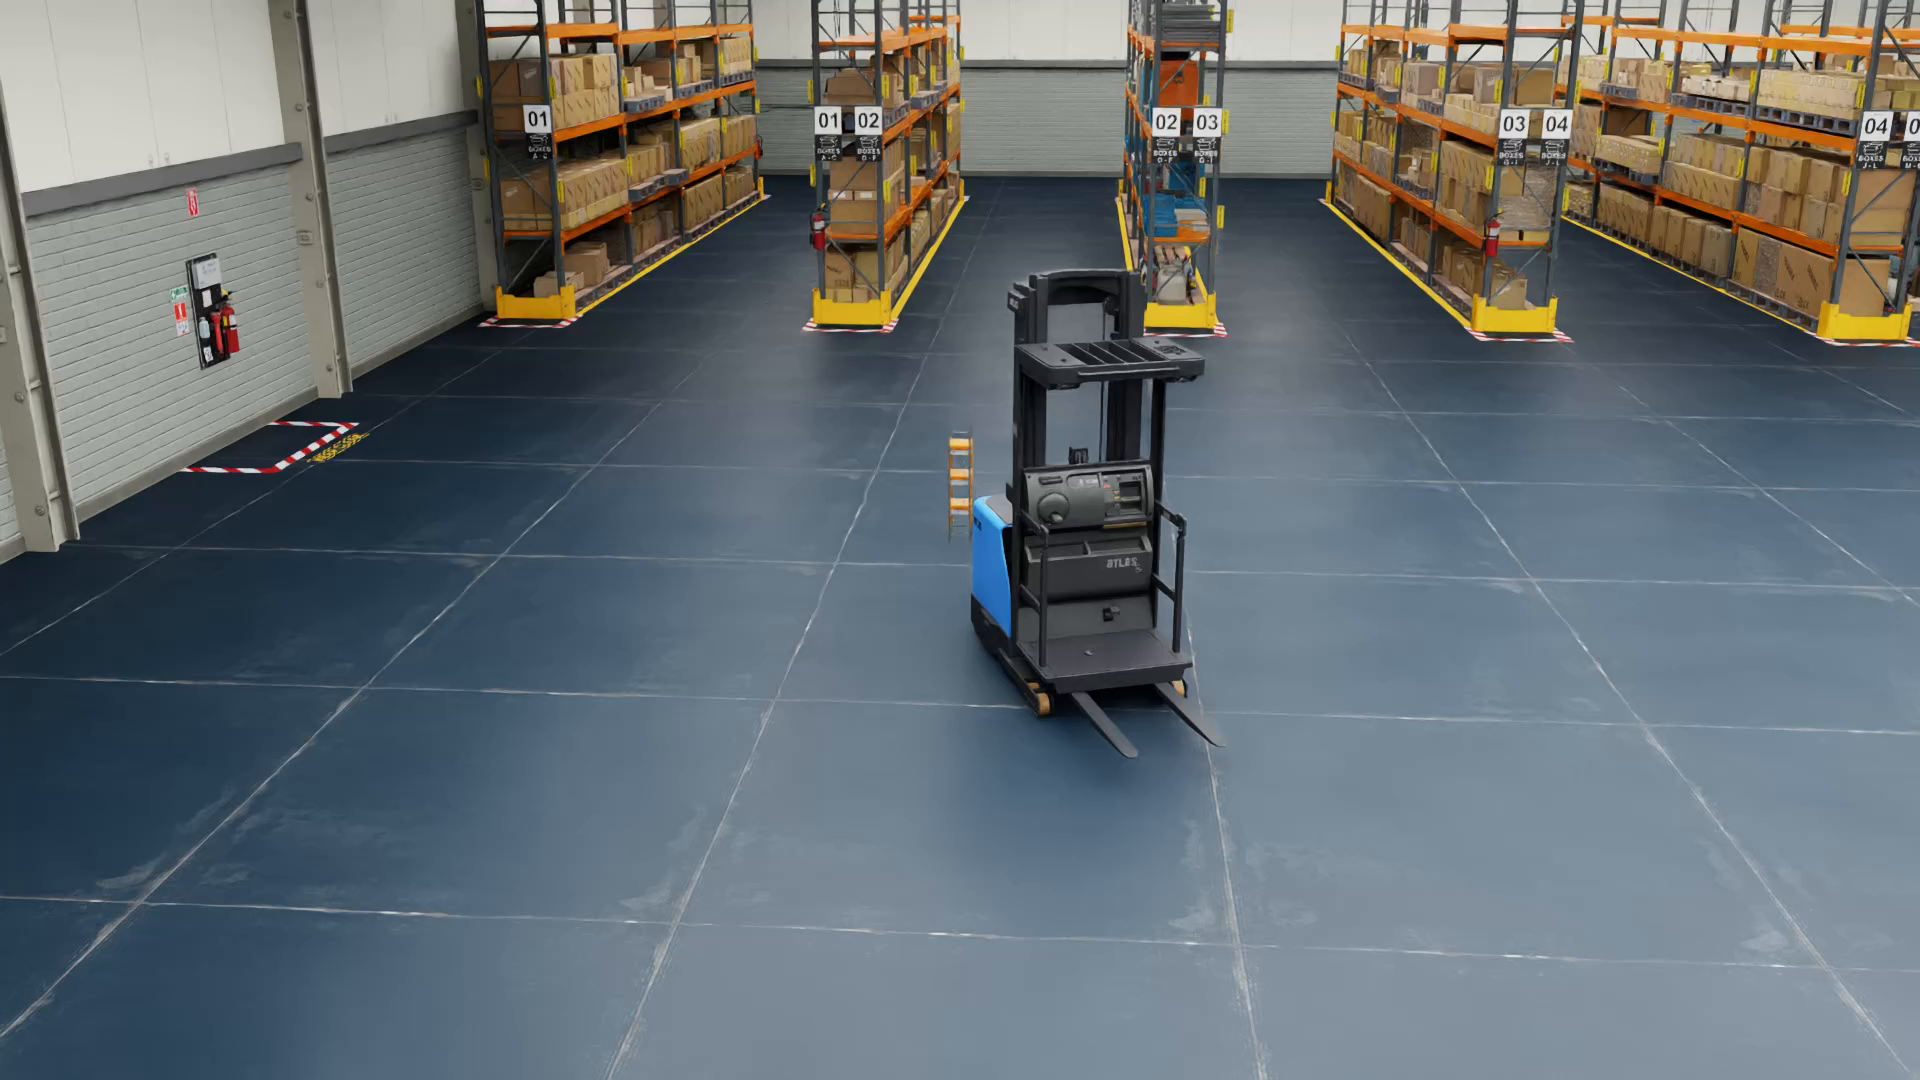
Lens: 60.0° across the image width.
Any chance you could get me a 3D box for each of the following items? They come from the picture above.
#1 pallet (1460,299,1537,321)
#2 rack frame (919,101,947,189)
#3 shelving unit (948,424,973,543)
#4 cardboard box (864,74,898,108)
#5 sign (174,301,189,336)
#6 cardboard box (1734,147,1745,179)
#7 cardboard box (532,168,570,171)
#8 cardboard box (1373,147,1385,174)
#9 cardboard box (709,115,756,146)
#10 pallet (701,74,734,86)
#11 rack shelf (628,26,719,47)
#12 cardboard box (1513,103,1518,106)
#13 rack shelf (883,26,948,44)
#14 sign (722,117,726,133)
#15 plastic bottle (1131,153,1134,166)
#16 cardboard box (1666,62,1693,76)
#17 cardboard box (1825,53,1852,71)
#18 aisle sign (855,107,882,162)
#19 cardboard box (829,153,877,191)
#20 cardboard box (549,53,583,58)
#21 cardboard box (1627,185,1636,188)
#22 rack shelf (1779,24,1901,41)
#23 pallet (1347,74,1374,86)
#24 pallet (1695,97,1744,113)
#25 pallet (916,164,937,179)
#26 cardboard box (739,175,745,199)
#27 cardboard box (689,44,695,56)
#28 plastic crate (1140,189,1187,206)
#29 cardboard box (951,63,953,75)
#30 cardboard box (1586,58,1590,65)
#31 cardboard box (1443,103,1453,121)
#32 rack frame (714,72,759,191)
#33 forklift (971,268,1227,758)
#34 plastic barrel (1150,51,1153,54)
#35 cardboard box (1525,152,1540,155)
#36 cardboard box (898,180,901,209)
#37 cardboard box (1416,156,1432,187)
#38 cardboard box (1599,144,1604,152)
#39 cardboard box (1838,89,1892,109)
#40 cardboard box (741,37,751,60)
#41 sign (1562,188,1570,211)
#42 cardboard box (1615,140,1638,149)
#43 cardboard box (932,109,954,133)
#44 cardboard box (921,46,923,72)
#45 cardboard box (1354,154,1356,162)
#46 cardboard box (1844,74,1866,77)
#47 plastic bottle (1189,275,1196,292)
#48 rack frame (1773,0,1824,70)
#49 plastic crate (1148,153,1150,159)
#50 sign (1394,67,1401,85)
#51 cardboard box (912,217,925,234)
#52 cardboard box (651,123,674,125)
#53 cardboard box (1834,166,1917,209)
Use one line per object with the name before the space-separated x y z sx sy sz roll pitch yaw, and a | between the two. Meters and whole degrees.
pallet | 8.335 -3.493 25.572 1.003 0.211 1.213 1 18 4
rack frame | -0.784 -8.493 36.351 1.000 3.000 0.127 1 18 4
shelving unit | 0.004 -0.516 15.137 0.215 1.050 0.252 1 18 4
cardboard box | -1.252 -7.014 25.963 0.500 0.500 0.500 1 18 4
sign | -8.186 -2.329 17.484 0.001 0.329 0.234 1 18 4
cardboard box | 13.493 -6.321 27.956 0.700 0.500 0.500 1 18 3
cardboard box | -6.649 -5.794 27.120 0.500 0.500 0.500 2 18 5
cardboard box | 8.711 -7.708 33.797 0.500 0.500 0.500 2 18 5
cardboard box | -5.465 -9.828 39.946 0.980 0.700 0.700 2 18 6
pallet | -5.656 -10.239 37.007 1.003 0.211 1.213 1 18 4
rack shelf | -5.868 -10.300 34.029 1.077 0.370 4.000 1 18 4
cardboard box | 8.614 -6.571 25.269 0.380 0.149 0.250 0 18 1
rack shelf | -0.927 -10.190 33.696 1.077 0.370 4.000 1 18 4
sign | -5.183 -9.106 36.489 0.100 0.325 0.005 1 18 4
plastic bottle | 3.717 -8.073 35.270 0.152 0.276 0.135 1 18 4
cardboard box | 13.520 -8.854 31.247 0.396 0.266 0.258 1 18 4
cardboard box | 19.046 -10.190 35.714 0.797 0.503 0.637 3 18 8
aisle sign | -1.343 -5.974 24.489 0.394 0.787 0.004 1 18 4
cardboard box | -1.594 -5.591 25.251 0.700 0.500 0.500 1 18 4
cardboard box | -6.619 -7.929 28.016 0.500 0.500 0.500 2 18 5
cardboard box | 14.235 -7.259 34.723 0.500 0.250 0.500 1 18 2
rack shelf | 19.125 -10.989 36.133 1.077 0.370 4.000 1 18 4
pallet | 9.256 -10.285 37.147 1.003 0.211 1.213 1 18 4
pallet | 13.679 -7.673 29.336 1.003 0.211 1.213 2 18 6
pallet | -1.092 -7.371 33.237 1.213 0.211 1.003 1 18 4
cardboard box | -5.460 -8.325 39.179 0.700 0.500 0.500 1 18 2
cardboard box | -5.919 -10.370 35.192 0.500 0.250 0.500 3 18 8
plastic crate | 3.419 -5.707 27.949 0.767 0.338 0.504 1 18 4
cardboard box | -0.420 -10.540 37.221 0.500 0.250 0.500 1 18 4
cardboard box | 13.853 -10.415 36.198 0.380 0.149 0.250 1 18 4
cardboard box | 8.235 -7.006 27.237 0.500 0.250 0.500 1 18 2
rack frame | -5.438 -9.844 40.476 1.000 3.000 0.127 1 18 4
forklift | 0.971 -0.304 11.469 1.130 2.935 3.031 -5 19 -15
plastic barrel | 3.913 -9.144 32.157 0.600 0.830 0.708 1 18 4
cardboard box | 8.625 -5.683 25.531 0.500 0.500 0.500 1 18 4
cardboard box | -1.383 -5.918 28.332 0.700 0.500 0.500 1 18 2
cardboard box | 8.555 -6.575 29.658 0.797 0.503 0.637 3 18 10
cardboard box | 13.533 -8.157 34.579 0.380 0.149 0.250 1 18 3
cardboard box | 12.933 -6.302 23.777 0.500 0.250 0.500 2 18 5
cardboard box | -5.219 -11.569 39.123 0.500 0.500 0.500 1 18 4
sign | 8.778 -4.943 24.127 0.100 0.325 0.005 1 18 4
cardboard box | 13.458 -7.977 33.552 0.380 0.149 0.250 2 18 6
cardboard box | -0.396 -9.475 37.584 0.500 0.500 0.500 1 18 2
cardboard box | -0.997 -9.492 32.818 0.500 0.500 0.500 1 18 4
cardboard box | 8.810 -8.333 36.268 0.380 0.149 0.250 2 18 5
cardboard box | 13.646 -6.983 25.215 0.380 0.149 0.250 2 18 5
plastic bottle | 3.737 -4.123 26.690 0.097 0.271 0.097 0 18 0
rack frame | 19.268 -12.142 37.855 1.000 3.000 0.127 1 18 4
plastic crate | 4.332 -8.425 36.473 0.396 0.136 0.243 1 18 4
sign | 8.257 -8.752 31.367 0.100 0.325 0.005 1 18 4
cardboard box | -0.932 -5.923 31.351 0.500 0.311 0.500 1 18 4
cardboard box | -6.121 -8.539 34.619 0.500 0.250 0.500 1 18 3
cardboard box | 13.242 -5.100 24.022 0.875 0.550 0.550 1 18 4
